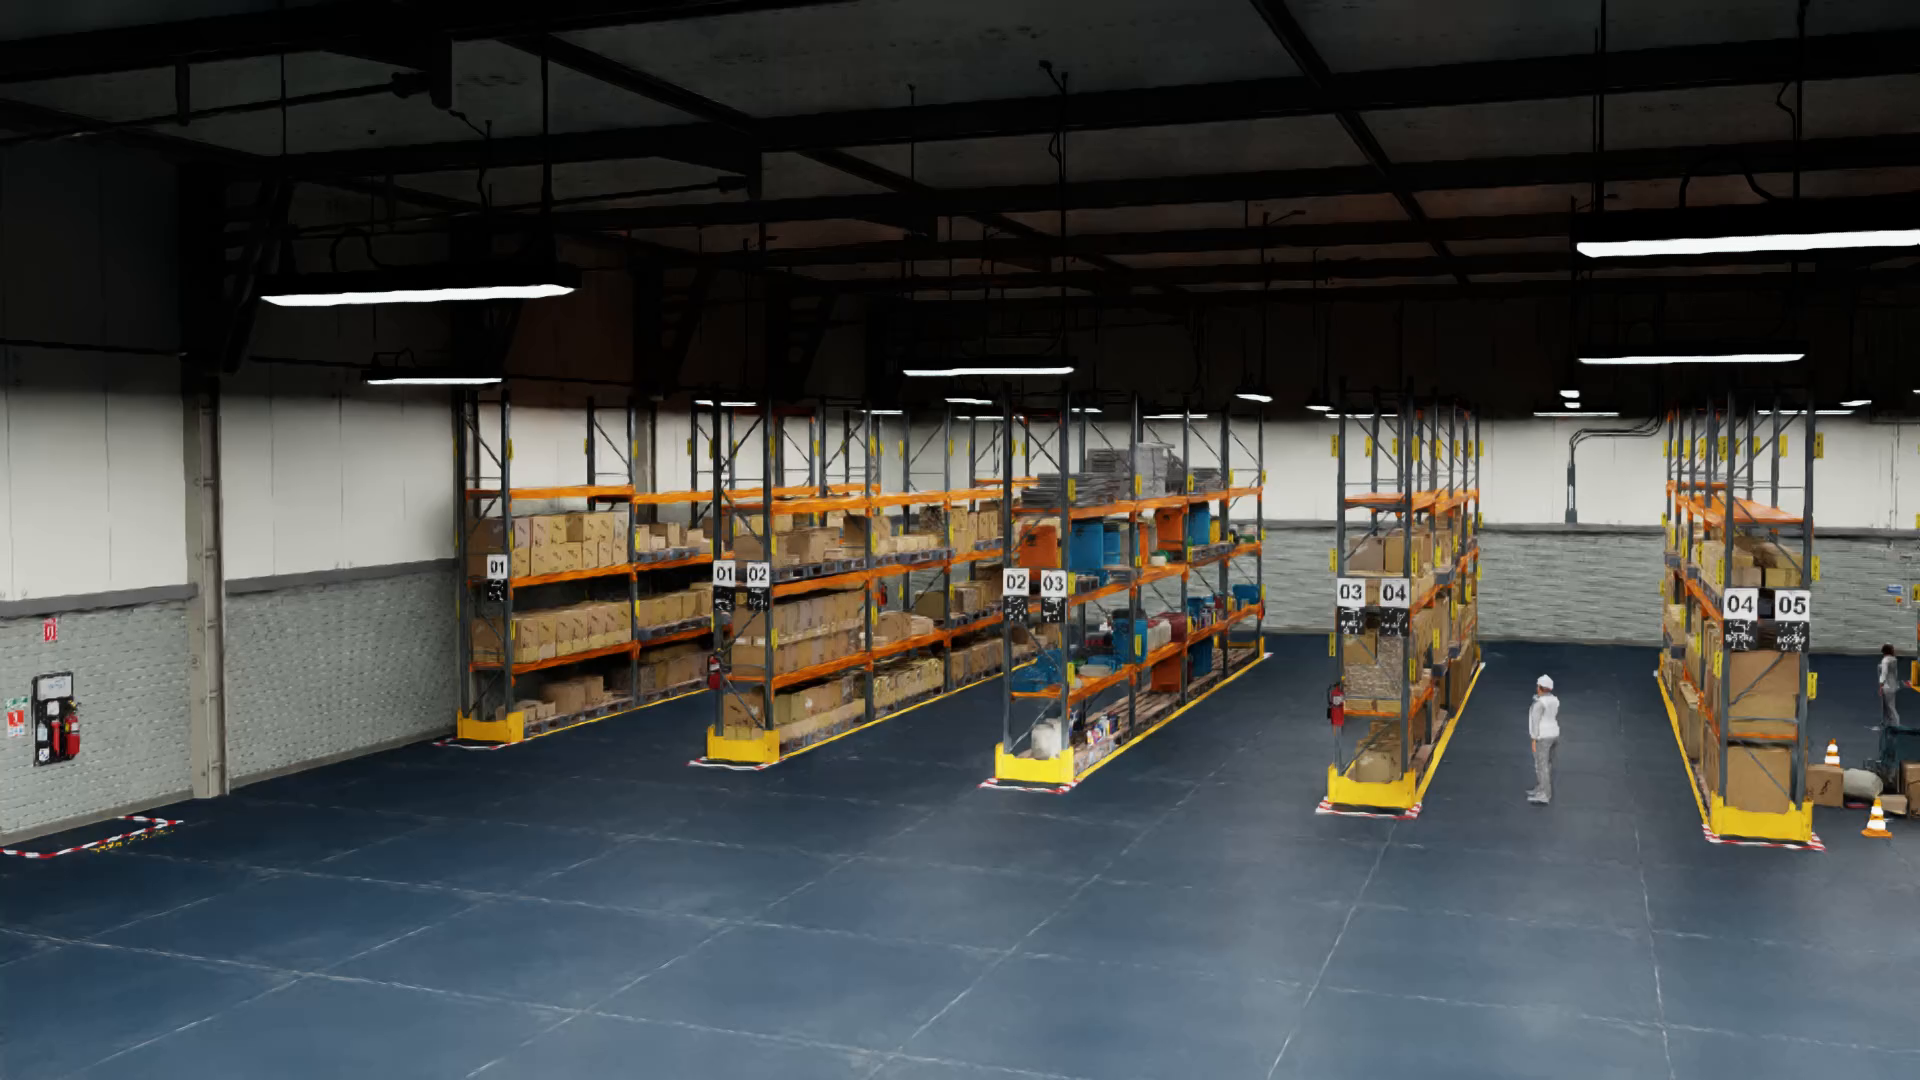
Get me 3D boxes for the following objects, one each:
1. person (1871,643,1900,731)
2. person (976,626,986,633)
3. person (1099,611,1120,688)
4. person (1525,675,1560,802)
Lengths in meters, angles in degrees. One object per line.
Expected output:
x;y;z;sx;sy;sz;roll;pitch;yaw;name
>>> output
16.213;2.643;29.091;0.535;1.482;0.536;-3;4;-43;person
0.476;1.738;43.542;0.598;1.698;1.193;1;3;23;person
3.144;2.281;34.745;0.639;1.632;0.512;1;3;19;person
8.247;2.801;23.633;0.578;1.775;0.494;-3;4;-40;person
